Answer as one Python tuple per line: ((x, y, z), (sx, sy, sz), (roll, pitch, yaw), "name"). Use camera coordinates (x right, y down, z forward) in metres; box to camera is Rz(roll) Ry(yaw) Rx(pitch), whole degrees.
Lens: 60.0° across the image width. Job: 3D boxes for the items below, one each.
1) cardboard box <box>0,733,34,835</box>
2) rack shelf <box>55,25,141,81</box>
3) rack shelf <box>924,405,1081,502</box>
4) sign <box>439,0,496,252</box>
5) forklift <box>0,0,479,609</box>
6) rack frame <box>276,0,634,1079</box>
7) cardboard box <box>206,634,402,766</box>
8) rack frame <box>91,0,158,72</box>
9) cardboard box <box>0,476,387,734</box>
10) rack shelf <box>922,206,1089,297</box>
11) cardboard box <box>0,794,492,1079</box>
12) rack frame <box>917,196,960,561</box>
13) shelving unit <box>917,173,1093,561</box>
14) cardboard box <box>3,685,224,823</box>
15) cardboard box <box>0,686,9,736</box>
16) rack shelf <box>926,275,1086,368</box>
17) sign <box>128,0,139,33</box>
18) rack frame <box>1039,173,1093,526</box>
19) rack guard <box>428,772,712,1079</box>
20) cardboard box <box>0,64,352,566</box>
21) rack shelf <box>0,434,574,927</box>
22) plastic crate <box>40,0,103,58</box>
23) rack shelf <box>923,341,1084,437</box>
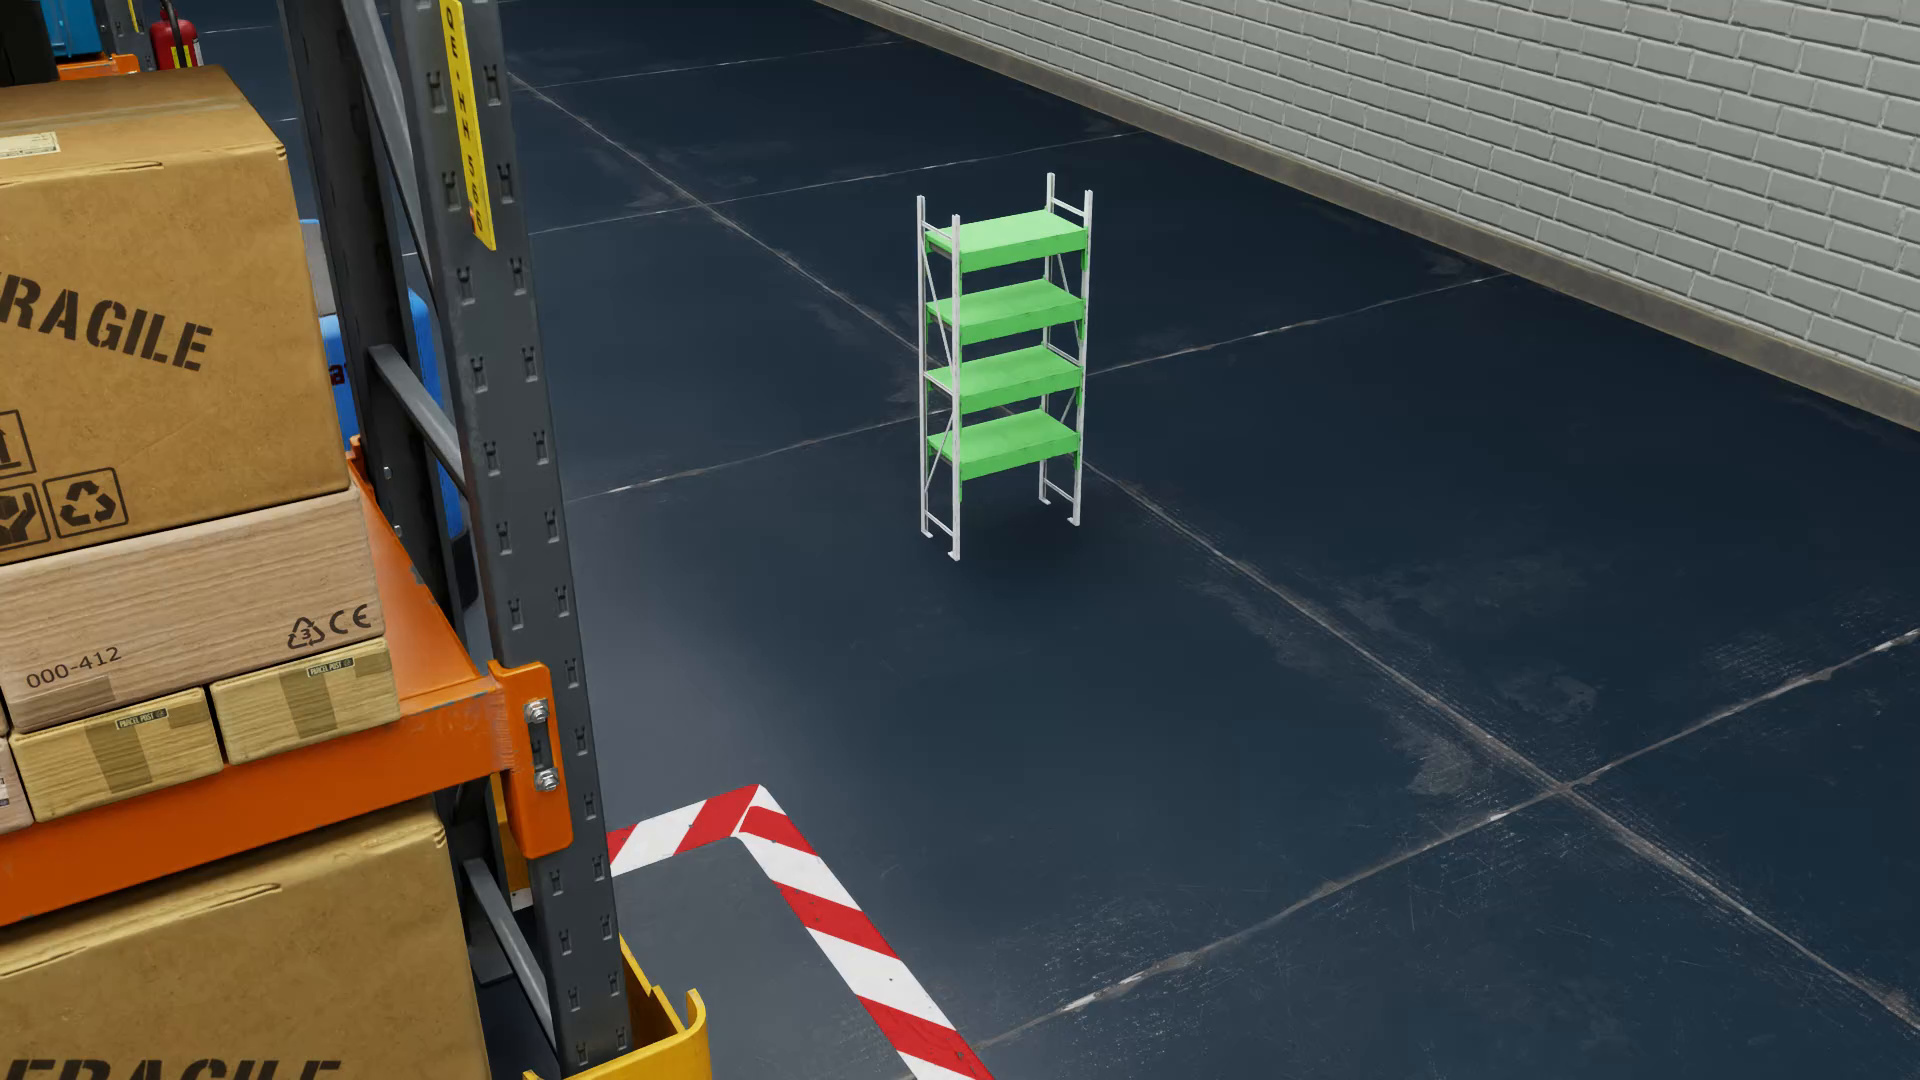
((-1.497, 0.289, 2.381), (0.250, 0.149, 0.380), (-16, 33, -26), "cardboard box")
((-5.149, -1.429, 5.980), (4.000, 0.370, 1.077), (-16, 33, -26), "rack shelf")
((0.143, -0.300, 5.680), (0.480, 0.148, 0.258), (-16, 33, -26), "rack shelf")
((-0.653, -0.552, 2.202), (0.005, 0.325, 0.100), (-16, 33, -26), "sign")
((-3.036, -0.825, 4.212), (3.031, 2.935, 1.130), (-18, 34, -29), "forklift")
((-0.916, -0.171, 2.955), (0.127, 3.000, 1.000), (-16, 33, -26), "rack frame")
((-1.056, 0.164, 2.609), (0.250, 0.149, 0.380), (-15, 32, -25), "cardboard box")
((-3.425, -2.234, 6.693), (0.127, 3.000, 1.000), (-16, 33, -26), "rack frame")
((-1.199, -0.006, 2.504), (0.500, 0.250, 0.500), (-16, 33, -27), "cardboard box")
((0.143, -0.930, 5.332), (0.480, 0.148, 0.258), (-16, 33, -26), "rack shelf")
((-1.427, 0.766, 3.022), (0.875, 0.875, 0.875), (-16, 33, -26), "cardboard box")
((-0.068, -0.506, 5.425), (0.015, 1.200, 0.240), (-16, 33, -26), "rack frame")
((0.143, -0.566, 5.534), (0.503, 1.200, 0.258), (-16, 33, -26), "shelving unit")
((-1.279, 0.228, 2.492), (0.250, 0.149, 0.380), (-15, 32, -26), "cardboard box")
((-1.637, 0.118, 2.279), (0.500, 0.250, 0.500), (-16, 33, -27), "cardboard box")
((0.143, -0.720, 5.448), (0.480, 0.148, 0.258), (-16, 33, -26), "rack shelf")
((-3.132, -2.080, 6.246), (0.005, 0.325, 0.100), (-16, 33, -26), "sign")
((0.353, -0.626, 5.642), (0.015, 1.200, 0.240), (-16, 33, -26), "rack frame")
((-0.895, 0.918, 3.569), (0.348, 0.500, 1.175), (-16, 33, -26), "rack guard")
((-1.203, -0.335, 2.323), (0.500, 0.500, 0.500), (-15, 32, -26), "cardboard box")
((-2.640, 0.634, 2.241), (4.000, 0.370, 1.077), (-16, 33, -26), "rack shelf")
((-3.619, -2.116, 6.381), (0.499, 0.435, 0.616), (-16, 33, -26), "plastic crate")
((0.143, -0.510, 5.564), (0.480, 0.148, 0.258), (-16, 33, -26), "rack shelf")
